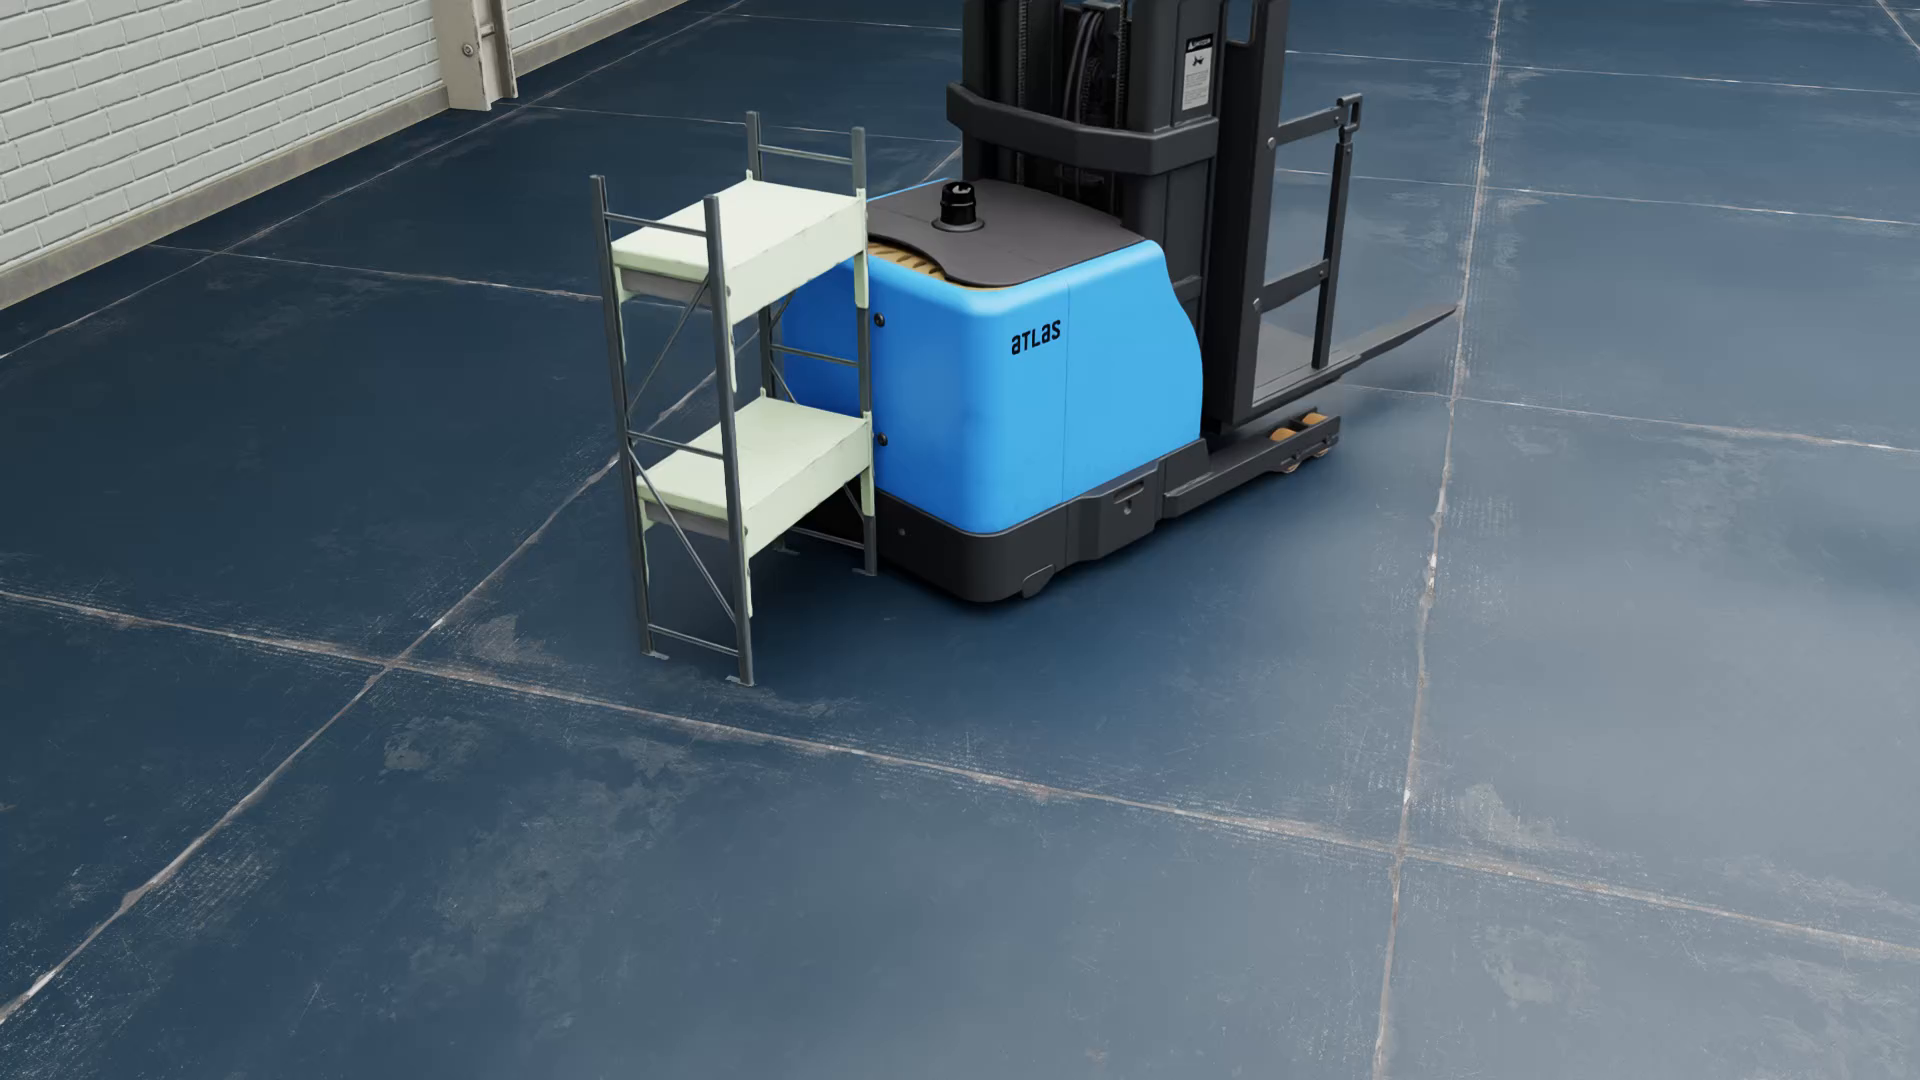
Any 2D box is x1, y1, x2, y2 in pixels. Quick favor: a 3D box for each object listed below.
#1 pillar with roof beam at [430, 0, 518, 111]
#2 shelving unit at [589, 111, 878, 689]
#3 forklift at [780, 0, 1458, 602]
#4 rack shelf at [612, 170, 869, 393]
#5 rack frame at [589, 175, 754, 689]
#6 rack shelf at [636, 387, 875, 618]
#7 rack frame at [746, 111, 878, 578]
[{"bbox_3d":[0.977,-6.198,7.635,9.100,9.000,0.400,8,30,15],"label":"pillar with roof beam"},{"bbox_3d":[-0.627,-0.420,4.962,0.431,1.500,0.755,14,32,24],"label":"shelving unit"},{"bbox_3d":[0.800,-1.692,5.777,3.031,2.935,1.130,-25,38,-37],"label":"forklift"},{"bbox_3d":[-0.627,-0.761,4.772,0.431,0.370,0.720,14,32,24],"label":"rack shelf"},{"bbox_3d":[-0.797,-0.262,4.678,0.400,1.500,0.023,14,32,24],"label":"rack frame"},{"bbox_3d":[-0.627,-0.135,5.120,0.431,0.370,0.720,14,32,24],"label":"rack shelf"},{"bbox_3d":[-0.457,-0.577,5.245,0.400,1.500,0.023,14,32,24],"label":"rack frame"}]
